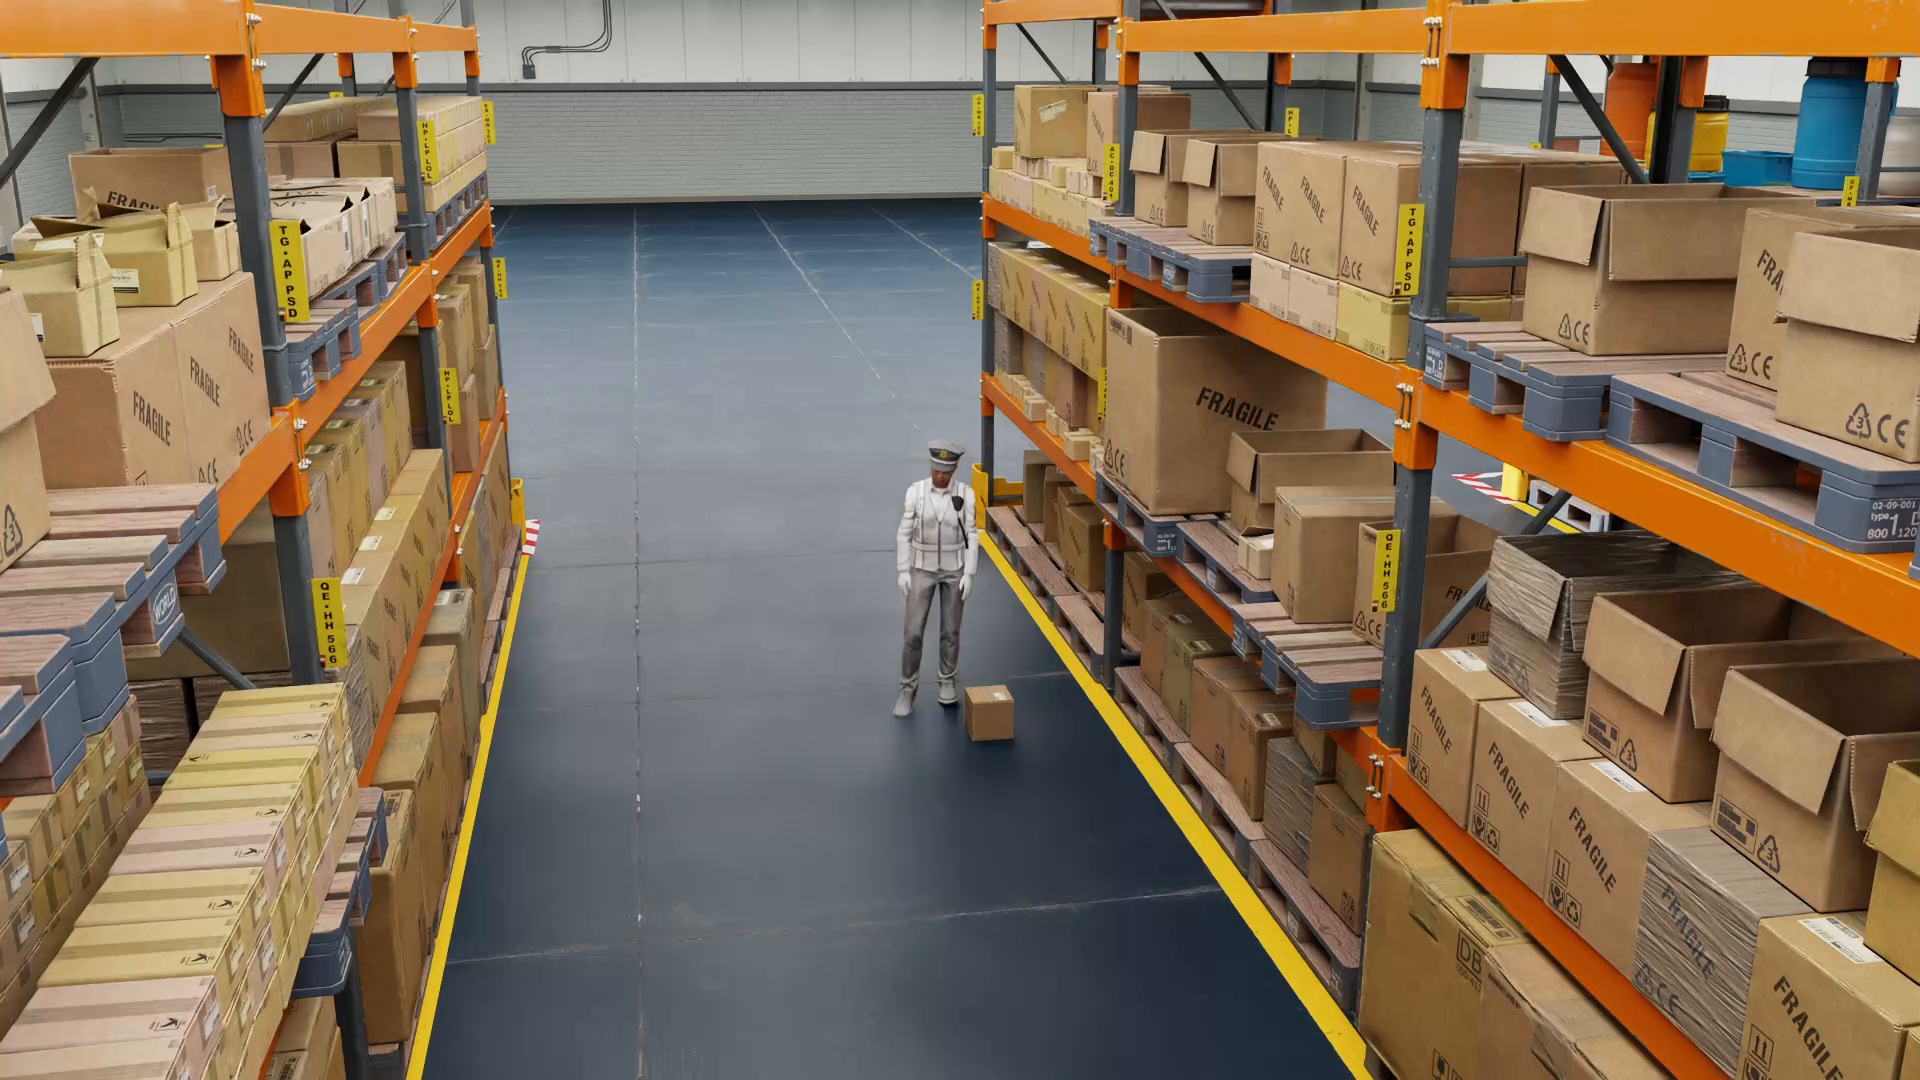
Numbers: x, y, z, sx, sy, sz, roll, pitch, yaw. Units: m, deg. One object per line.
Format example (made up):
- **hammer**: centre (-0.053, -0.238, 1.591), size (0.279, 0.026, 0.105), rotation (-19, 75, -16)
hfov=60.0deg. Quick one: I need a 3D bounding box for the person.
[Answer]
- **person**: centre (-0.153, 0.246, 10.234), size (0.547, 1.719, 0.408), rotation (-1, 17, -3)
